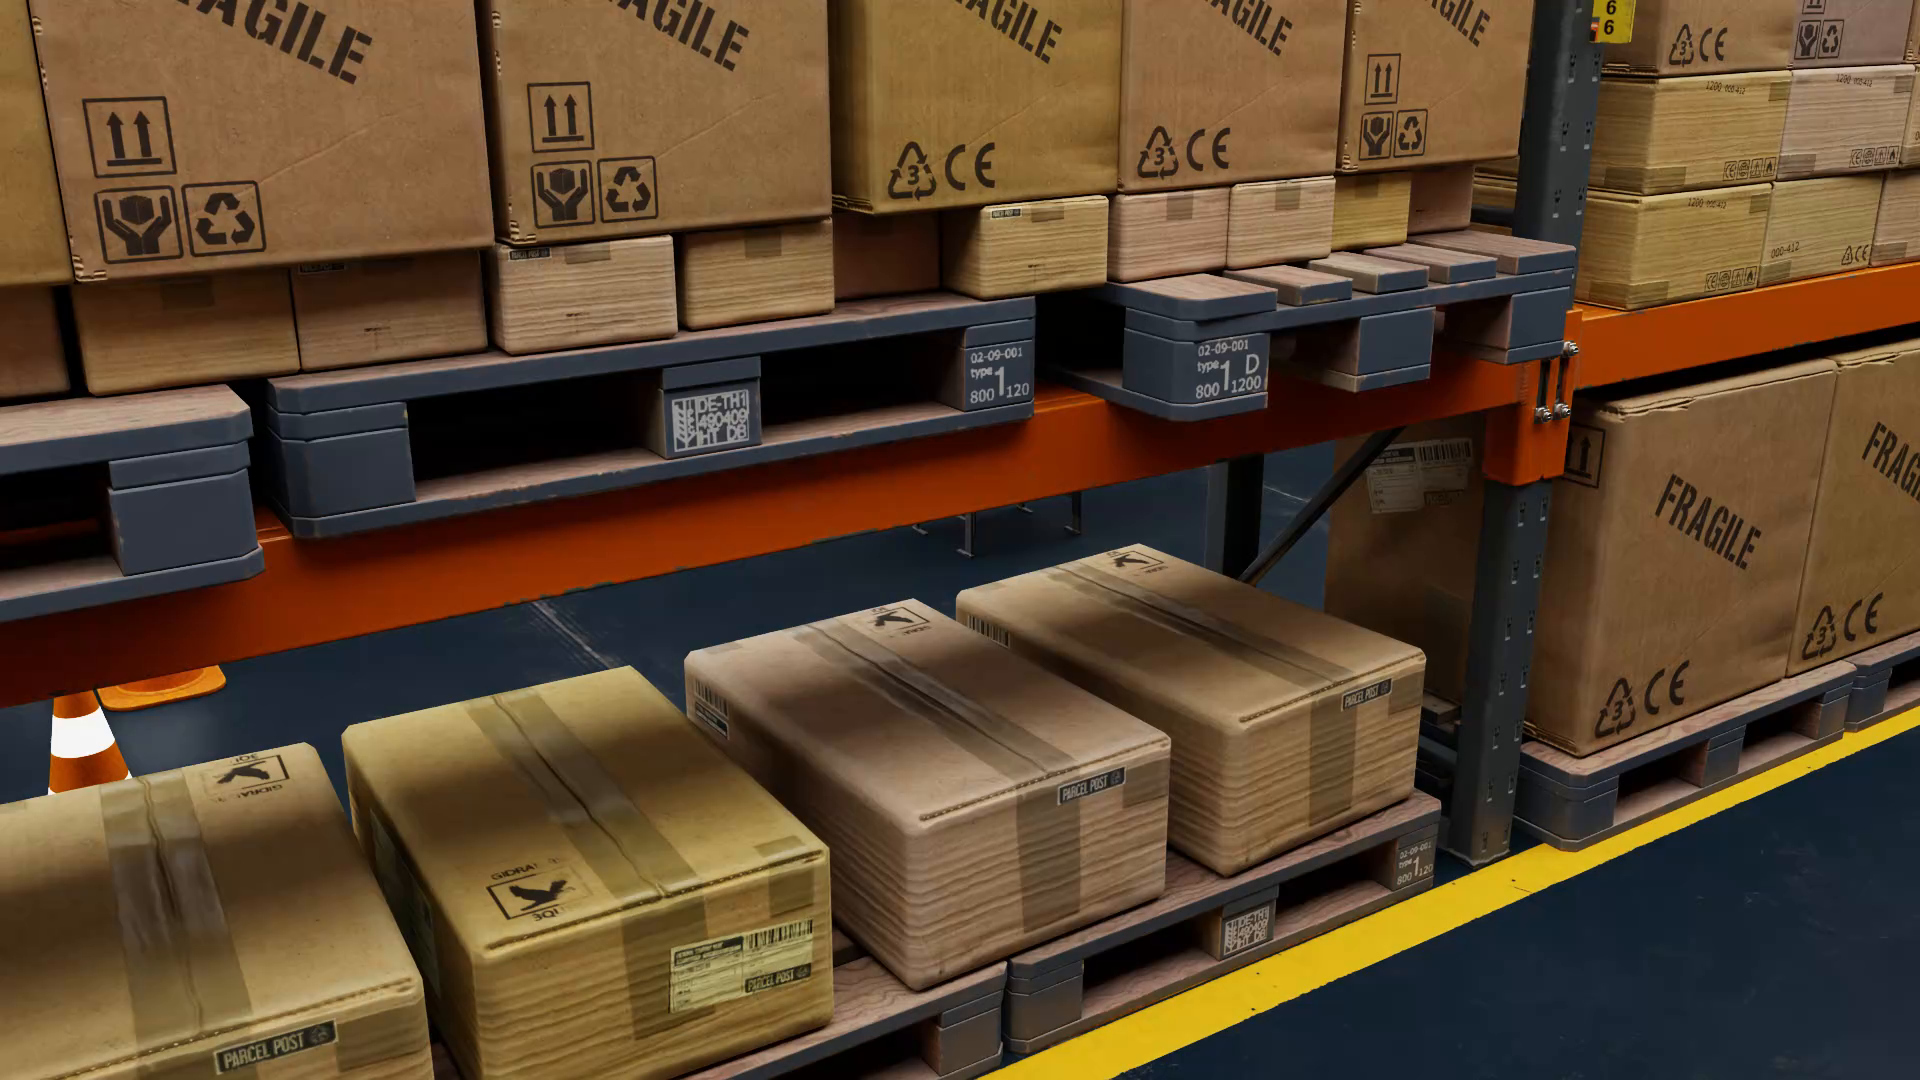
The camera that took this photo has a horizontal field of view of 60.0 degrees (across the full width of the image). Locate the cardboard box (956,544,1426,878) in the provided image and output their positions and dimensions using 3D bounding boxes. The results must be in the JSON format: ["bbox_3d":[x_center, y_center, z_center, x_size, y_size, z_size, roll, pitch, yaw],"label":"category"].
[{"bbox_3d":[0.516,0.359,3.946,0.625,0.372,0.950,-14,23,-35],"label":"cardboard box"}]

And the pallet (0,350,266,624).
[{"bbox_3d":[-1.629,-0.084,2.109,1.213,0.211,1.003,-12,22,-31],"label":"pallet"}]

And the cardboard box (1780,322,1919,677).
[{"bbox_3d":[2.363,-0.231,4.907,0.875,0.875,0.875,-12,22,-31],"label":"cardboard box"}]

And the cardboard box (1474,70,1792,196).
[{"bbox_3d":[1.552,-0.973,3.891,0.500,0.250,0.500,-12,22,-32],"label":"cardboard box"}]

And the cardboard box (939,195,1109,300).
[{"bbox_3d":[0.042,-0.525,2.852,0.250,0.149,0.380,-11,22,-30],"label":"cardboard box"}]

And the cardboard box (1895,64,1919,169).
[{"bbox_3d":[2.408,-1.148,4.410,0.500,0.250,0.500,-12,22,-32],"label":"cardboard box"}]

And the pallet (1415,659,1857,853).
[{"bbox_3d":[1.693,0.419,4.677,1.213,0.211,1.003,-12,22,-31],"label":"pallet"}]

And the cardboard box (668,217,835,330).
[{"bbox_3d":[-0.402,-0.449,2.625,0.250,0.149,0.380,-13,22,-33],"label":"cardboard box"}]

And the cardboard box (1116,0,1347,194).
[{"bbox_3d":[0.341,-0.922,3.013,0.500,0.500,0.500,-12,22,-32],"label":"cardboard box"}]

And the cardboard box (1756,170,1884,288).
[{"bbox_3d":[1.959,-0.827,4.240,0.500,0.250,0.500,-13,22,-33],"label":"cardboard box"}]

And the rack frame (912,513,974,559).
[{"bbox_3d":[-0.066,-0.981,5.868,0.015,2.100,0.400,-12,22,-31],"label":"rack frame"}]

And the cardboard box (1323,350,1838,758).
[{"bbox_3d":[1.616,-0.075,4.446,0.875,0.875,0.875,-12,22,-32],"label":"cardboard box"}]

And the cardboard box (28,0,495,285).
[{"bbox_3d":[-0.960,-0.644,2.189,0.500,0.500,0.500,-12,22,-32],"label":"cardboard box"}]

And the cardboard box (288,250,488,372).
[{"bbox_3d":[-0.859,-0.361,2.365,0.250,0.149,0.380,-12,22,-31],"label":"cardboard box"}]

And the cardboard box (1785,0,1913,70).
[{"bbox_3d":[1.949,-1.416,4.032,0.500,0.500,0.500,-12,22,-31],"label":"cardboard box"}]

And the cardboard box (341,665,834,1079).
[{"bbox_3d":[-0.733,0.623,3.165,0.625,0.372,0.950,-11,22,-30],"label":"cardboard box"}]

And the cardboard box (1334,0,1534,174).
[{"bbox_3d":[0.766,-1.016,3.291,0.500,0.500,0.500,-13,22,-33],"label":"cardboard box"}]

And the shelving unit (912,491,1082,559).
[{"bbox_3d":[0.138,-1.024,5.995,0.503,2.100,0.431,-12,22,-31],"label":"shelving unit"}]

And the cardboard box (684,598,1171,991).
[{"bbox_3d":[-0.096,0.491,3.555,0.625,0.372,0.950,-12,22,-32],"label":"cardboard box"}]

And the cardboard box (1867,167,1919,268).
[{"bbox_3d":[2.401,-0.917,4.509,0.500,0.250,0.500,-11,22,-30],"label":"cardboard box"}]

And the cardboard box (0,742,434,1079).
[{"bbox_3d":[-1.312,0.746,2.801,0.625,0.372,0.950,-10,21,-28],"label":"cardboard box"}]

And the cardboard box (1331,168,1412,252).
[{"bbox_3d":[0.665,-0.676,3.298,0.250,0.149,0.380,-12,22,-31],"label":"cardboard box"}]

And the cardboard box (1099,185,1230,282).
[{"bbox_3d":[0.264,-0.578,3.006,0.250,0.149,0.380,-13,23,-34],"label":"cardboard box"}]

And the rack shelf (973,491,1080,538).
[{"bbox_3d":[0.138,-0.348,6.223,0.480,0.518,0.431,-12,22,-31],"label":"rack shelf"}]

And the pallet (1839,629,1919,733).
[{"bbox_3d":[2.711,0.205,5.308,1.213,0.211,1.003,-12,22,-31],"label":"pallet"}]

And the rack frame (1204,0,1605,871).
[{"bbox_3d":[0.993,-0.784,3.879,0.127,3.000,1.000,-12,22,-31],"label":"rack frame"}]

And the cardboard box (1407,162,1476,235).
[{"bbox_3d":[0.849,-0.743,3.495,0.250,0.149,0.380,-11,22,-29],"label":"cardboard box"}]

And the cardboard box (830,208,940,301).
[{"bbox_3d":[-0.237,-0.515,2.821,0.250,0.149,0.380,-12,22,-31],"label":"cardboard box"}]

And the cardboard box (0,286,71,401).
[{"bbox_3d":[-1.304,-0.284,2.137,0.250,0.149,0.380,-10,21,-28],"label":"cardboard box"}]

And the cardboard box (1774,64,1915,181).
[{"bbox_3d":[1.984,-1.063,4.160,0.500,0.250,0.500,-11,22,-30],"label":"cardboard box"}]

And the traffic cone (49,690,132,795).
[{"bbox_3d":[-2.082,0.530,3.955,0.334,0.463,0.336,-12,22,-31],"label":"traffic cone"}]

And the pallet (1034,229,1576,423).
[{"bbox_3d":[0.457,-0.539,3.454,1.003,0.211,1.213,-12,22,-31],"label":"pallet"}]

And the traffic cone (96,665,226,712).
[{"bbox_3d":[-2.390,0.211,4.897,0.334,0.463,0.336,-12,22,-31],"label":"traffic cone"}]

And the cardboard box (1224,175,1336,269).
[{"bbox_3d":[0.479,-0.620,3.131,0.250,0.149,0.380,-12,22,-32],"label":"cardboard box"}]

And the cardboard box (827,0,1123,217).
[{"bbox_3d":[-0.080,-0.833,2.749,0.500,0.500,0.500,-14,23,-35],"label":"cardboard box"}]

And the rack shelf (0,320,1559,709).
[{"bbox_3d":[-0.677,-0.090,2.952,4.000,0.370,1.077,-12,22,-31],"label":"rack shelf"}]

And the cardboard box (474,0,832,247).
[{"bbox_3d":[-0.537,-0.737,2.466,0.500,0.500,0.500,-13,23,-34],"label":"cardboard box"}]

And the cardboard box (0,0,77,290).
[{"bbox_3d":[-1.380,-0.560,1.943,0.500,0.500,0.500,-12,22,-31],"label":"cardboard box"}]

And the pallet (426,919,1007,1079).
[{"bbox_3d":[-0.678,0.888,3.288,1.213,0.211,1.003,-12,22,-31],"label":"pallet"}]

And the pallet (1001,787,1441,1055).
[{"bbox_3d":[0.340,0.675,3.919,1.213,0.211,1.003,-12,22,-31],"label":"pallet"}]

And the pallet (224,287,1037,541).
[{"bbox_3d":[-0.638,-0.333,2.846,1.213,0.211,1.003,-12,22,-31],"label":"pallet"}]

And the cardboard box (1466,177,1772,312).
[{"bbox_3d":[1.540,-0.731,3.959,0.500,0.250,0.500,-12,22,-32],"label":"cardboard box"}]

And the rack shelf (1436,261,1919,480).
[{"bbox_3d":[2.664,-0.795,5.036,4.000,0.370,1.077,-12,22,-31],"label":"rack shelf"}]

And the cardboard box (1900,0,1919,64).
[{"bbox_3d":[2.389,-1.503,4.290,0.500,0.500,0.500,-11,22,-30],"label":"cardboard box"}]

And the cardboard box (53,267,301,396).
[{"bbox_3d":[-1.066,-0.318,2.238,0.250,0.149,0.380,-12,22,-31],"label":"cardboard box"}]

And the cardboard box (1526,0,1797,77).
[{"bbox_3d":[1.540,-1.326,3.766,0.500,0.500,0.500,-13,22,-33],"label":"cardboard box"}]

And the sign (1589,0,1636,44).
[{"bbox_3d":[1.300,-1.151,3.282,0.005,0.325,0.100,-12,22,-31],"label":"sign"}]

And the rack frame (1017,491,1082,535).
[{"bbox_3d":[0.342,-1.067,6.122,0.015,2.100,0.400,-12,22,-31],"label":"rack frame"}]

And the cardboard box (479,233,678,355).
[{"bbox_3d":[-0.608,-0.394,2.463,0.250,0.149,0.380,-11,22,-29],"label":"cardboard box"}]
